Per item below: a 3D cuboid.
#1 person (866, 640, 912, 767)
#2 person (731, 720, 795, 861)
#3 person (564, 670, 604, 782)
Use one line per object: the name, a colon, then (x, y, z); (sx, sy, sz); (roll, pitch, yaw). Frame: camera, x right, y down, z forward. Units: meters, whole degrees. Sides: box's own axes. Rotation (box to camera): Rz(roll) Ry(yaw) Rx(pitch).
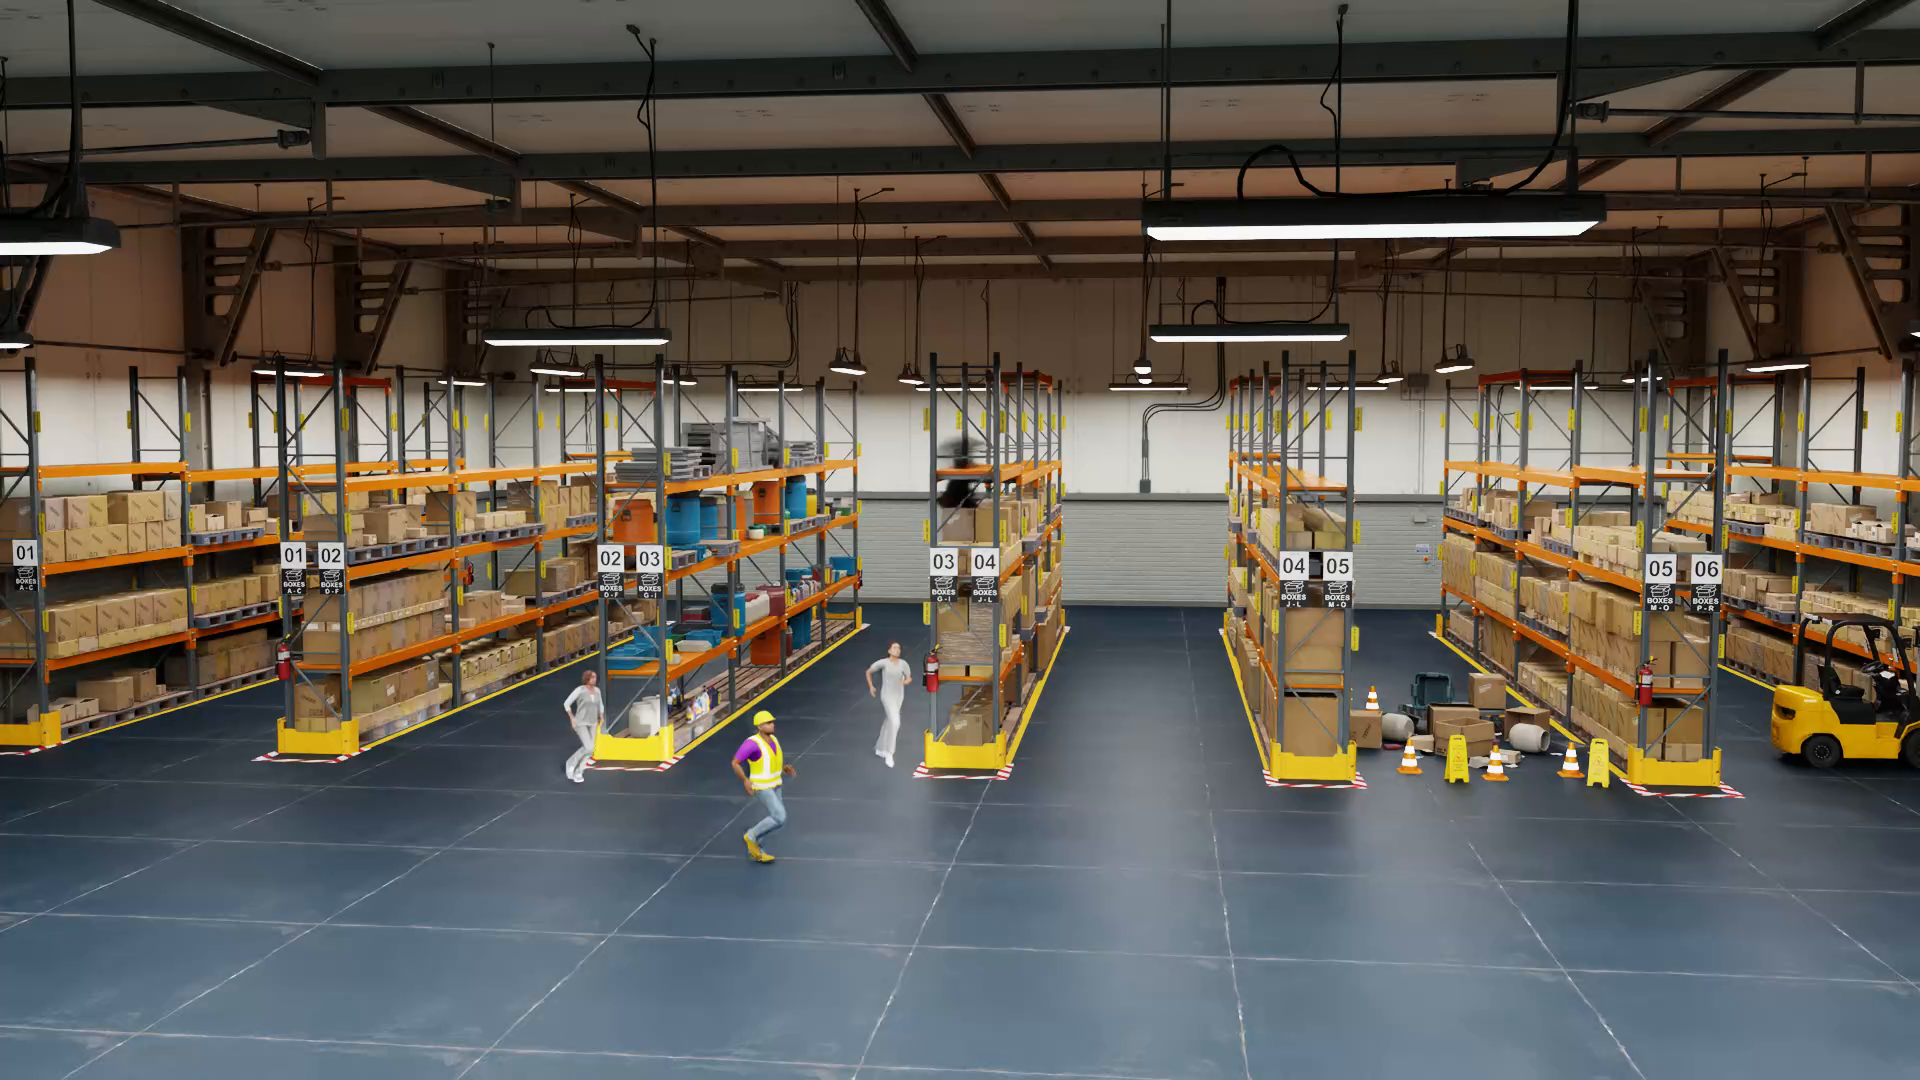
person: (-0.966, 2.273, 23.254); (0.574, 1.744, 0.583); (-3, 5, -40)
person: (-2.169, 2.819, 18.857); (0.597, 1.681, 0.690); (2, 4, 25)
person: (-5.178, 2.592, 23.191); (0.505, 1.543, 0.539); (3, 5, 40)
